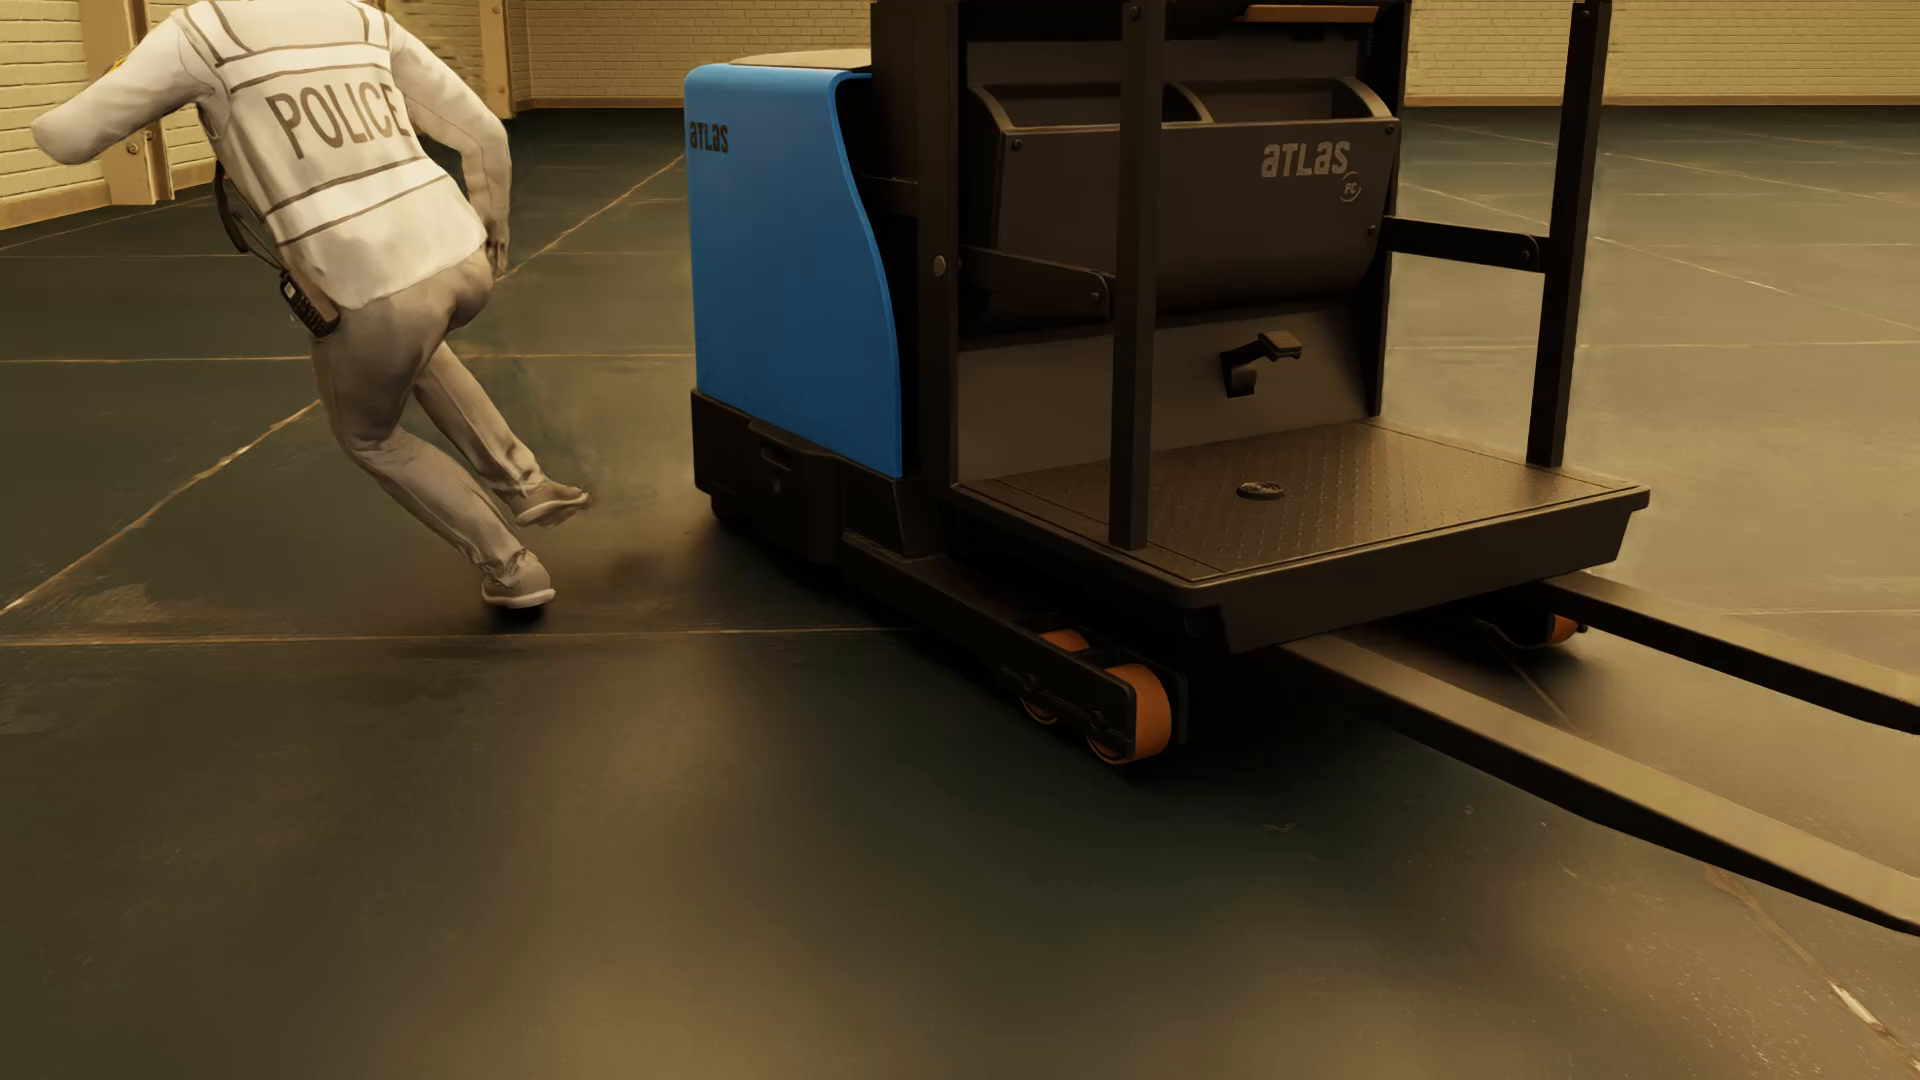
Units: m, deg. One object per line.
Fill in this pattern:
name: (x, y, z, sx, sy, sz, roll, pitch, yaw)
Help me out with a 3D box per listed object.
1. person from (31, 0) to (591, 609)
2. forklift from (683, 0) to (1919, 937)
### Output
person: (-1.196, -0.531, 3.247, 0.857, 1.430, 0.991, 11, 20, 31)
forklift: (0.547, -1.189, 2.795, 1.130, 2.935, 3.031, -10, 20, -30)
